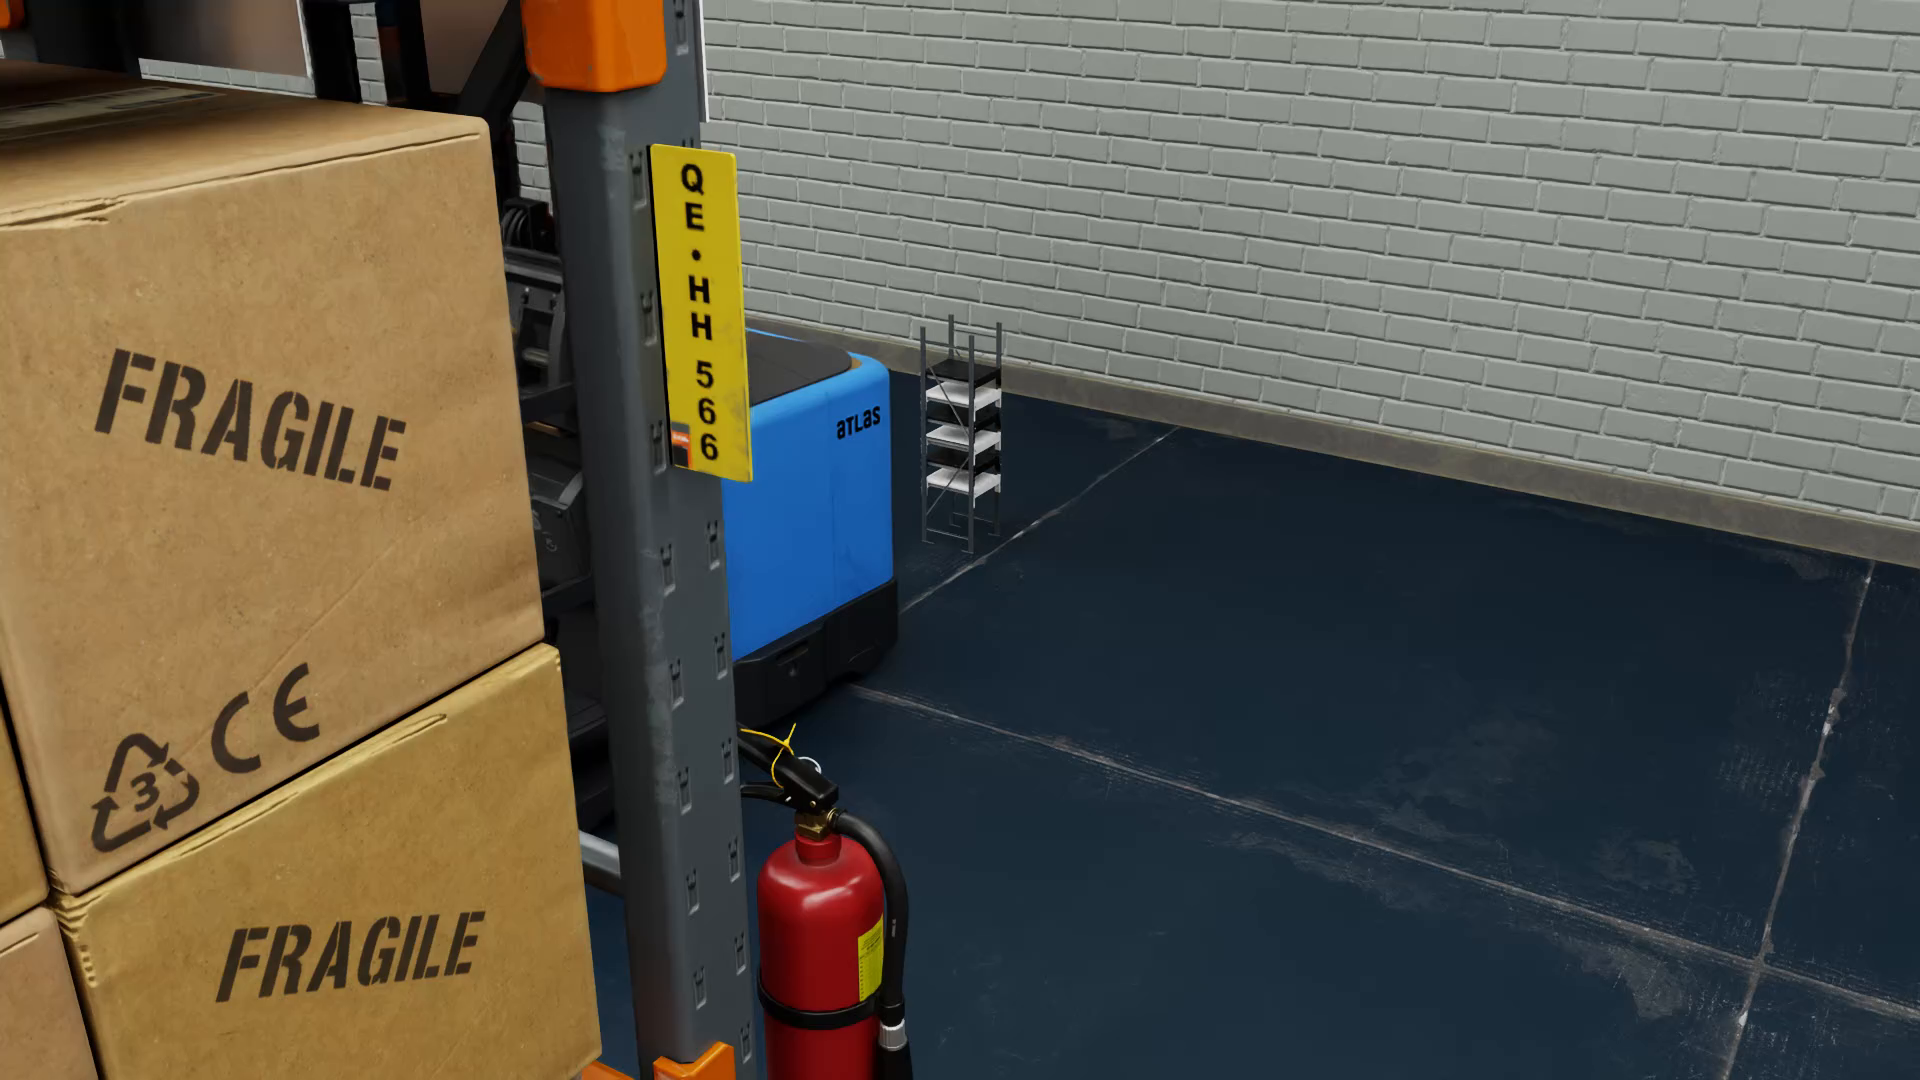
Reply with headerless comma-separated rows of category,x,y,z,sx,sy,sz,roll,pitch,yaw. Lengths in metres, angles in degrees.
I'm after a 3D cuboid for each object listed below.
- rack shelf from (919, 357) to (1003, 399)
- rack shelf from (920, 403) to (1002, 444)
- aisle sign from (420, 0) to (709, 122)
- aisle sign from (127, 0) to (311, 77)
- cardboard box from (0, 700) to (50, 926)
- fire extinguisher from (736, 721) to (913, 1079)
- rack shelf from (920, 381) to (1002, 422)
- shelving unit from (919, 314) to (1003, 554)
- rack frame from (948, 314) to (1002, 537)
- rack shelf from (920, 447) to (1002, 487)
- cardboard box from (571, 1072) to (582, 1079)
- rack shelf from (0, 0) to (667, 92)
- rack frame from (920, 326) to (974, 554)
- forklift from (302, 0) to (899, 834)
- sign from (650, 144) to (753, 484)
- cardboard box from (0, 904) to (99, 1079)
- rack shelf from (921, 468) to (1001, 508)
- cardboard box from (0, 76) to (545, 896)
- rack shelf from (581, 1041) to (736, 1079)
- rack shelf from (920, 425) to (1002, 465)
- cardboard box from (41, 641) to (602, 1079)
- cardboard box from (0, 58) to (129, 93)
rack shelf,0.004,-0.633,6.484,0.258,0.077,0.200,14,27,29
rack shelf,0.004,-0.468,6.555,0.258,0.077,0.200,14,27,29
aisle sign,-0.418,-0.818,1.591,0.394,0.787,0.004,14,27,29
aisle sign,-0.927,-0.943,1.881,0.394,0.787,0.004,14,27,29
cardboard box,-1.008,0.074,1.046,0.500,0.500,0.500,13,27,27
fire extinguisher,-0.186,0.556,2.258,0.296,0.674,0.183,14,27,29
rack shelf,0.004,-0.550,6.519,0.258,0.077,0.200,14,27,29
shelving unit,0.004,-0.416,6.578,0.258,0.900,0.210,14,27,29
rack frame,0.058,-0.450,6.657,0.240,0.900,0.006,14,27,29
rack shelf,0.004,-0.303,6.627,0.258,0.077,0.200,14,27,29
cardboard box,-0.643,0.622,1.854,0.380,0.149,0.250,14,27,29
rack shelf,-1.766,-0.034,0.183,1.077,0.370,4.000,14,27,29
rack frame,-0.049,-0.381,6.498,0.240,0.900,0.006,14,27,29
forklift,-1.511,-0.597,4.439,1.130,2.935,3.031,17,29,34
sign,-0.250,-0.216,1.618,0.100,0.325,0.005,14,27,29
cardboard box,-1.006,0.533,1.242,0.500,0.500,0.500,13,27,28
rack shelf,0.004,-0.220,6.662,0.258,0.077,0.200,14,27,29
cardboard box,-0.741,-0.097,1.441,0.500,0.500,0.500,13,27,28
rack shelf,-1.766,1.342,0.779,1.077,0.370,4.000,14,27,29
rack shelf,0.004,-0.385,6.591,0.258,0.077,0.200,14,27,29
cardboard box,-0.729,0.360,1.641,0.500,0.500,0.500,14,27,30
cardboard box,-1.173,-0.208,1.696,0.500,0.500,0.500,14,27,29
